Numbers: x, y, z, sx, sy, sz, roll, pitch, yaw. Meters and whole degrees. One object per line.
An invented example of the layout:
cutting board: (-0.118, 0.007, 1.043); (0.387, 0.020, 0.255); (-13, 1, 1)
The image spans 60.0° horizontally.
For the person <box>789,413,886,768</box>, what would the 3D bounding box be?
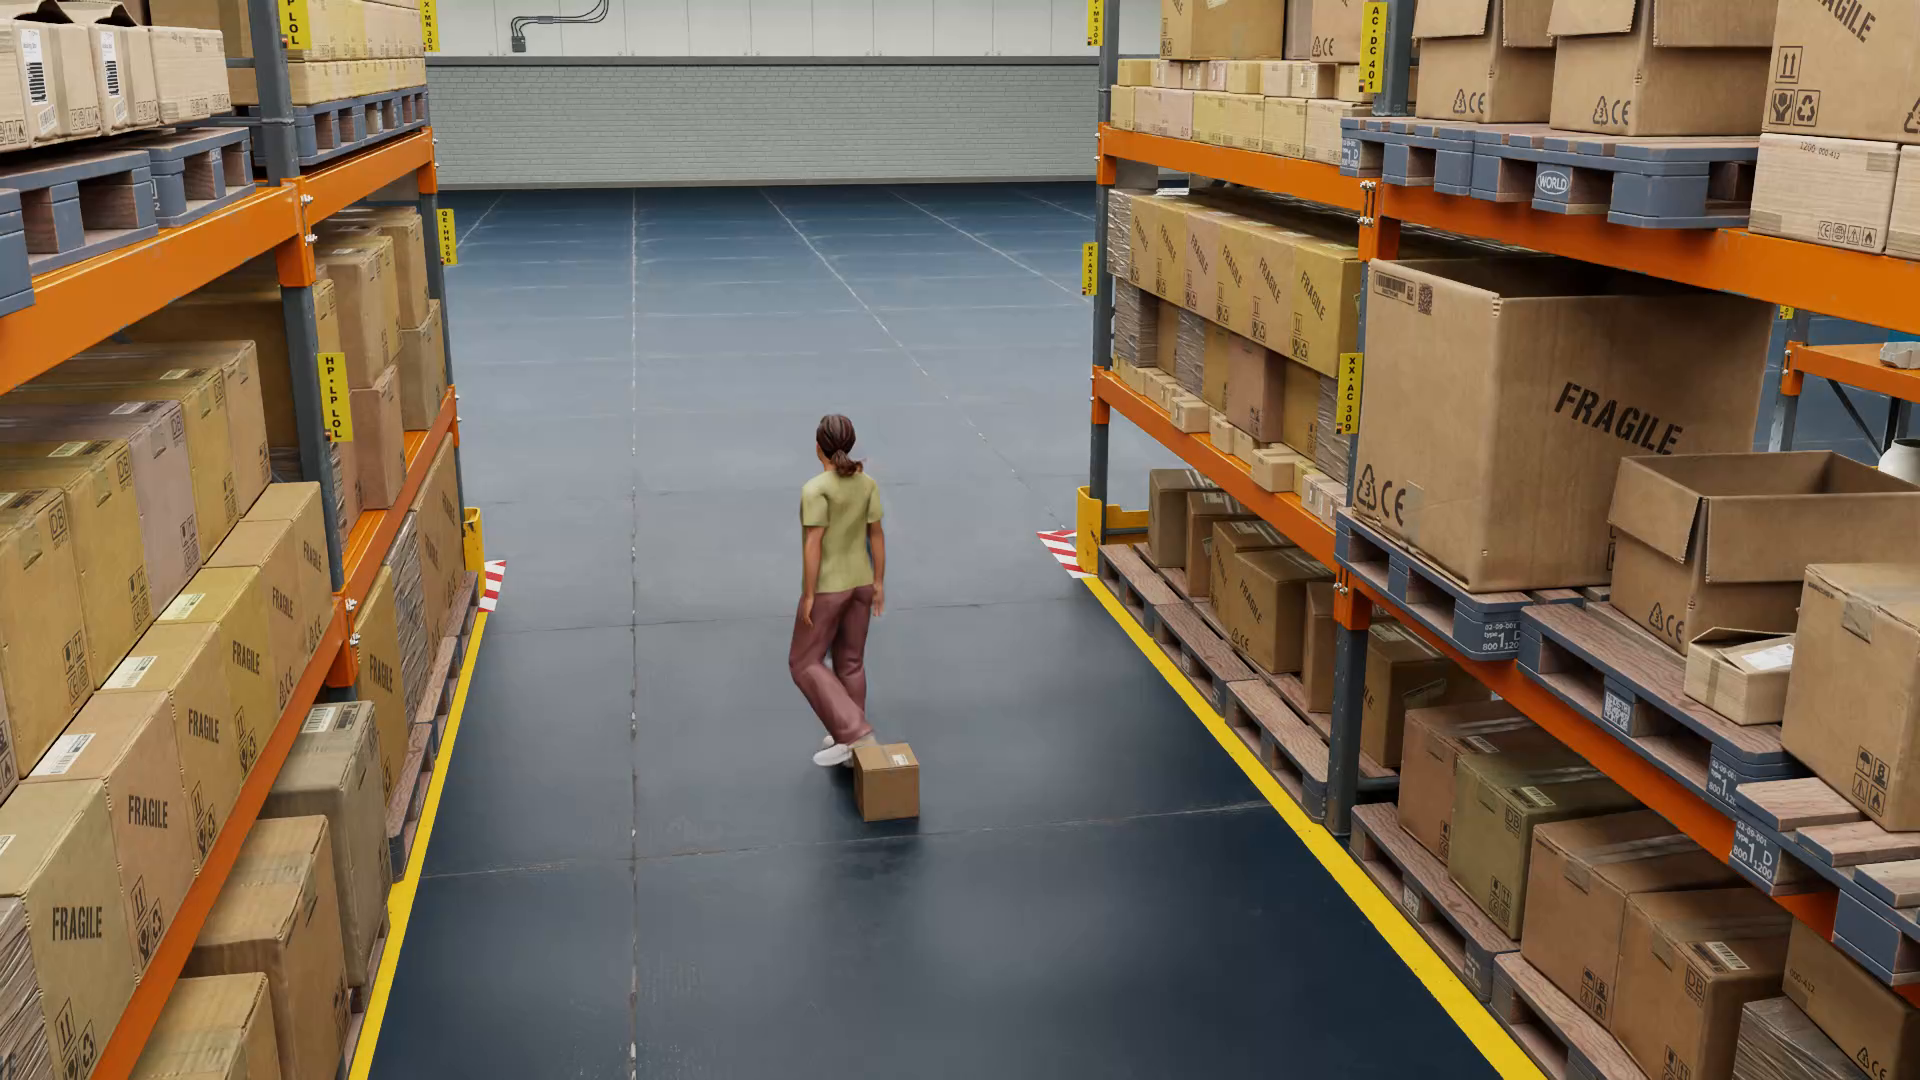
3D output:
person: (-0.518, 0.266, 7.641); (0.519, 1.666, 0.512); (-15, 22, -41)
